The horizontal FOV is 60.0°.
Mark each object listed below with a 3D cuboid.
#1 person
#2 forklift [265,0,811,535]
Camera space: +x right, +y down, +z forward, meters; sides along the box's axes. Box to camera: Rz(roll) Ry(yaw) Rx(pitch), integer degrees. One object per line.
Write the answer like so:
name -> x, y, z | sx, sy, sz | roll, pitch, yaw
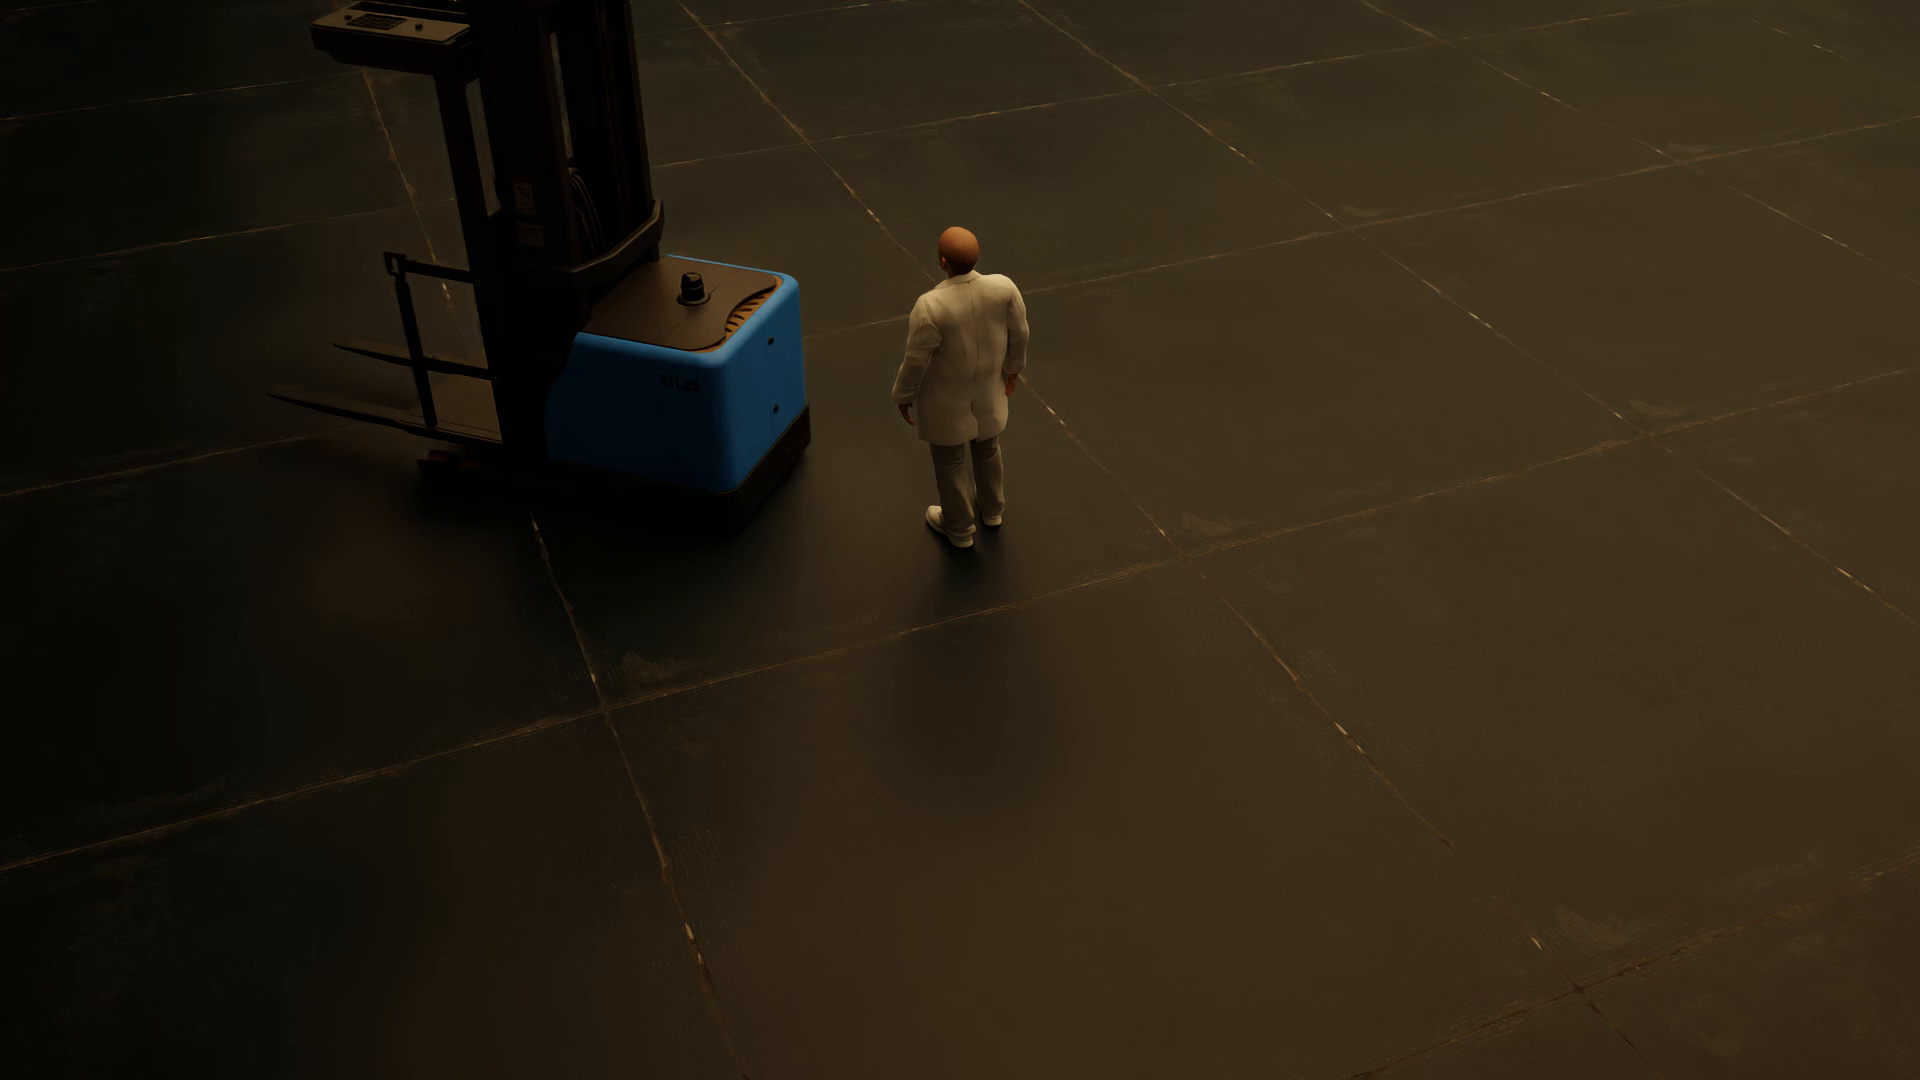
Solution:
person -> -0.031, -0.780, 8.178 | 0.695, 1.776, 0.580 | -14, 38, -19
forklift -> -2.405, -1.738, 8.543 | 3.031, 2.935, 1.130 | 12, 37, 16
